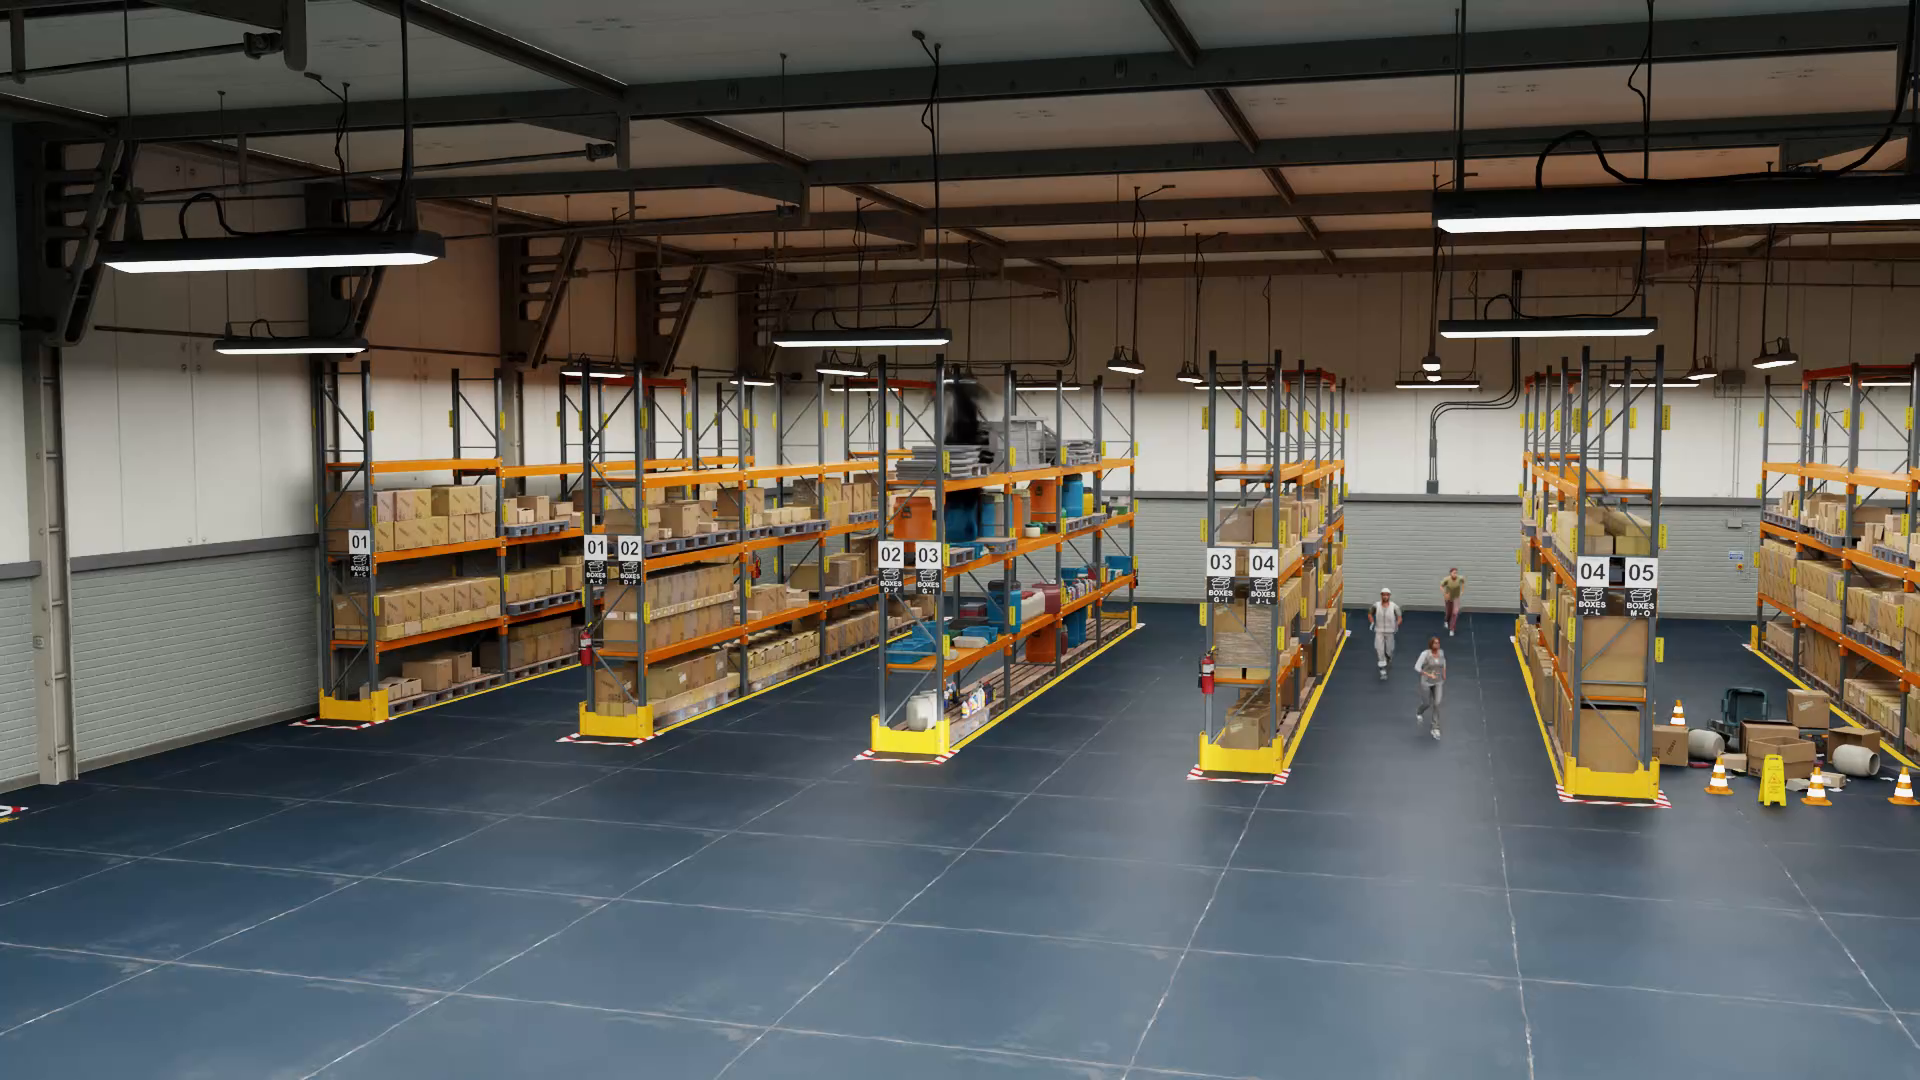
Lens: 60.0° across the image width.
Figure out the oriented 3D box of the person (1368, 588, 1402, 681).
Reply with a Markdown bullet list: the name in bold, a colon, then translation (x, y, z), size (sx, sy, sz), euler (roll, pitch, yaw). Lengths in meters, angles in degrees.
- **person**: translation (8.268, 1.817, 32.395), size (0.655, 1.774, 0.792), euler (1, 4, 17)

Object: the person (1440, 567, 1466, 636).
- **person**: translation (11.578, 1.424, 39.181), size (0.604, 1.624, 0.990), euler (0, 4, 3)

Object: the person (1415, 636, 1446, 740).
- **person**: translation (7.511, 2.315, 26.526), size (0.548, 1.592, 0.887), euler (-1, 4, -8)

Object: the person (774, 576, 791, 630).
- **person**: translation (-4.028, 1.571, 37.424), size (0.525, 1.547, 0.681), euler (1, 4, 13)
